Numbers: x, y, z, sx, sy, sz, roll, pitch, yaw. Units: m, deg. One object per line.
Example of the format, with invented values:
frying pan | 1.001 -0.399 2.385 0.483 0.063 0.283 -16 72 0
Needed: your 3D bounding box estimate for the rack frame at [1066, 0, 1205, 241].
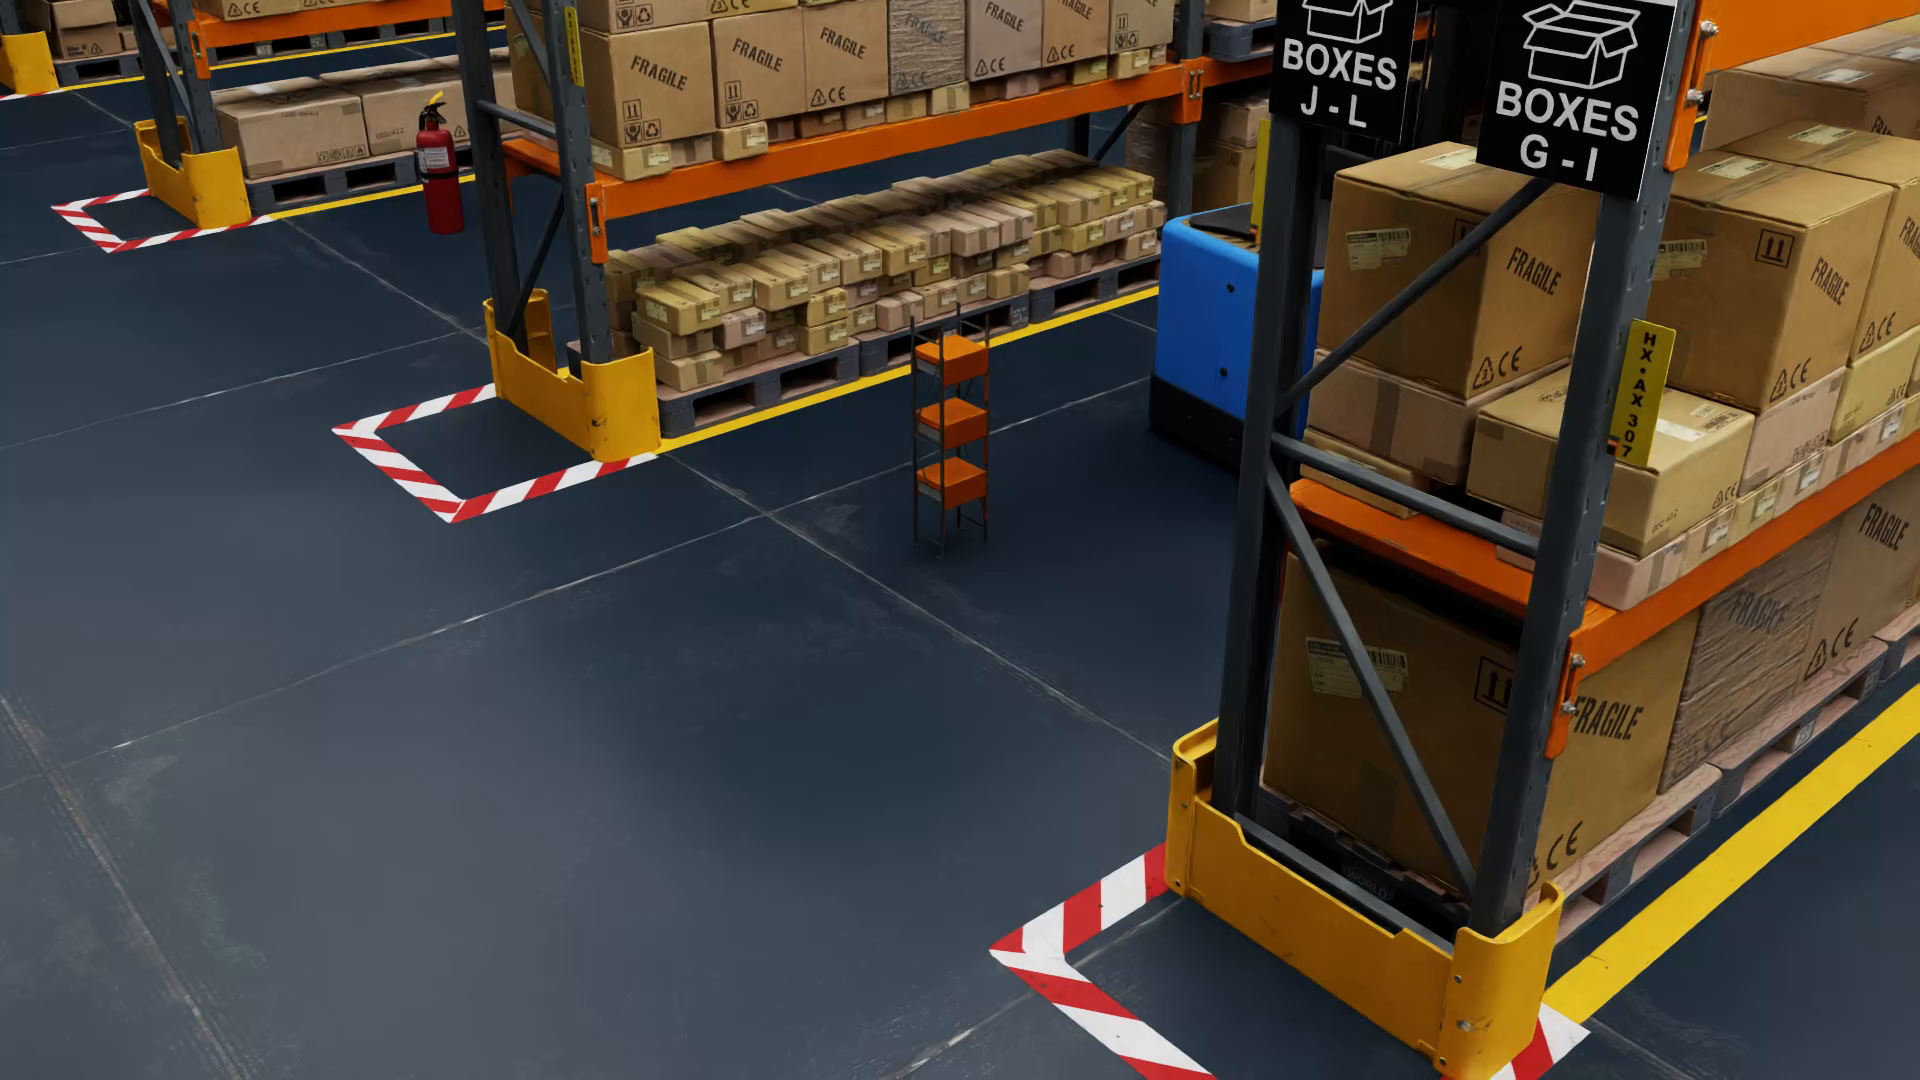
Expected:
rack frame | 1.045 -3.139 9.942 0.127 3.000 1.000 -22 35 -35

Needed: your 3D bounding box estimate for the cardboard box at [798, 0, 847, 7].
cardboard box | -0.694 -2.882 7.977 0.500 0.500 0.500 -23 36 -36

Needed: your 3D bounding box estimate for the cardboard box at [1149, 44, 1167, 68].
cardboard box | 0.979 -2.857 9.680 0.250 0.149 0.380 -22 35 -35

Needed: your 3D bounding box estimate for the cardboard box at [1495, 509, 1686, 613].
cardboard box | 1.628 0.014 4.307 0.250 0.149 0.380 -21 35 -34

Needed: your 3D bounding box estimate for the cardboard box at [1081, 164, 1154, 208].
cardboard box | 0.943 -2.127 9.996 0.250 0.149 0.380 -21 34 -34

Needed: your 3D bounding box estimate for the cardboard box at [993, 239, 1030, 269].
cardboard box | 0.186 -1.686 9.486 0.250 0.149 0.380 -21 35 -34

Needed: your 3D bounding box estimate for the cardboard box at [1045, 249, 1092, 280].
cardboard box | 0.556 -1.671 9.774 0.250 0.149 0.380 -23 36 -36

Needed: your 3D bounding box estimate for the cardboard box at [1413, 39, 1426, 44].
cardboard box | 3.020 -3.497 12.022 0.500 0.250 0.500 -22 35 -35

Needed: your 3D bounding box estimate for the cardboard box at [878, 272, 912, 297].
cardboard box | -0.474 -1.466 9.073 0.250 0.149 0.380 -20 34 -32

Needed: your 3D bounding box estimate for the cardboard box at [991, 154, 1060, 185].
cardboard box | 0.400 -2.235 10.198 0.250 0.149 0.380 -20 34 -33

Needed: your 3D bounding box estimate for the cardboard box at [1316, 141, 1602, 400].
cardboard box | 1.344 -0.745 4.510 0.500 0.500 0.500 -21 35 -34

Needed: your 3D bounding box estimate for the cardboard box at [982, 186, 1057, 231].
cardboard box | 0.342 -1.905 9.580 0.250 0.149 0.380 -21 34 -33

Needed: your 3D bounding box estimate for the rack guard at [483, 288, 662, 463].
rack guard | -1.940 -0.836 8.284 0.348 0.500 1.175 -22 35 -35

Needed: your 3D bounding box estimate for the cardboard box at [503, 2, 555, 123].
cardboard box | -1.823 -2.321 7.988 0.500 0.500 0.500 -21 35 -34

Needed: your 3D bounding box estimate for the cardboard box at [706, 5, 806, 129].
cardboard box | -1.087 -2.302 7.953 0.500 0.500 0.500 -22 35 -35

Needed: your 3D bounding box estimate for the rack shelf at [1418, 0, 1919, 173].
rack shelf | 2.666 -1.724 4.873 4.000 0.370 1.077 -22 35 -35

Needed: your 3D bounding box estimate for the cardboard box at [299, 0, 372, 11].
cardboard box | -4.370 -3.912 11.282 0.500 0.500 0.500 -22 35 -36

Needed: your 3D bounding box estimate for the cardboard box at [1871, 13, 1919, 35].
cardboard box | 3.657 -1.671 6.242 0.500 0.500 0.500 -22 35 -35

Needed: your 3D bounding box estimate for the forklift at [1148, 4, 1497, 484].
forklift | 2.451 -2.027 7.934 3.031 2.935 1.130 -17 32 -28

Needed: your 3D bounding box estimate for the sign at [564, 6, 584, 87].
sign | -1.646 -2.103 7.084 0.005 0.325 0.100 -22 35 -35

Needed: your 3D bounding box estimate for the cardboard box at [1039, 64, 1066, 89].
cardboard box | 0.371 -2.625 9.245 0.250 0.149 0.380 -23 36 -36

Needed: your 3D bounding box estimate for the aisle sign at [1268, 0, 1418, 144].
aisle sign | 0.895 -1.338 3.813 0.004 0.787 0.394 -22 35 -35

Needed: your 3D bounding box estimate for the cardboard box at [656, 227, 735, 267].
cardboard box | -1.417 -1.540 8.896 0.250 0.149 0.380 -23 36 -36

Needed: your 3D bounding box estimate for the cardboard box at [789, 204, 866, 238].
cardboard box | -0.738 -1.739 9.270 0.250 0.149 0.380 -23 36 -36

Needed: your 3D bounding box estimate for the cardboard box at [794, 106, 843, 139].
cardboard box | -0.802 -2.145 8.347 0.250 0.149 0.380 -22 35 -35

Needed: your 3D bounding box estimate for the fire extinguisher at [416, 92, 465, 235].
fire extinguisher | -2.489 -1.805 7.923 0.183 0.674 0.296 -22 35 -35

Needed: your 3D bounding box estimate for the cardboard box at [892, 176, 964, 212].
cardboard box | -0.191 -2.004 9.765 0.250 0.149 0.380 -21 35 -34

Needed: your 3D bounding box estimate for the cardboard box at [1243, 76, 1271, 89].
cardboard box | 2.182 -2.848 10.807 0.500 0.250 0.500 -21 34 -34

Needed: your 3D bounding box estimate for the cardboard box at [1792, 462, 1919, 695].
cardboard box | 2.948 -0.129 6.118 0.875 0.875 0.875 -22 35 -35

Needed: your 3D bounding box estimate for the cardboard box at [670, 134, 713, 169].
cardboard box | -1.372 -1.879 7.850 0.250 0.149 0.380 -20 34 -33

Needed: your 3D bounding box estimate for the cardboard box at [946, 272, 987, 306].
cardboard box | -0.062 -1.453 9.365 0.250 0.149 0.380 -21 35 -34

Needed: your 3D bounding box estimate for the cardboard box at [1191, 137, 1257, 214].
cardboard box | 1.779 -2.353 10.677 0.500 0.500 0.500 -20 34 -33

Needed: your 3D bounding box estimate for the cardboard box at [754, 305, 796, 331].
cardboard box | -1.059 -1.213 8.601 0.250 0.149 0.380 -21 35 -34

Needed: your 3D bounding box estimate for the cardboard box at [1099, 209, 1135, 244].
cardboard box | 0.814 -1.901 9.888 0.250 0.149 0.380 -24 36 -37

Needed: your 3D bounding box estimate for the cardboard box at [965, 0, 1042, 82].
cardboard box | 0.085 -2.755 8.801 0.500 0.500 0.500 -22 35 -35

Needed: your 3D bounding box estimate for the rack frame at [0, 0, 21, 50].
rack frame | -8.512 -5.438 14.243 0.127 3.000 1.000 -22 35 -35

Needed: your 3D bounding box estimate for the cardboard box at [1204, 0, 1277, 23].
cardboard box | 1.643 -3.169 9.819 0.250 0.149 0.380 -24 36 -37

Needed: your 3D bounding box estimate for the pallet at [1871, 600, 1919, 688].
pallet | 3.558 0.105 6.830 1.213 0.211 1.003 -22 35 -35

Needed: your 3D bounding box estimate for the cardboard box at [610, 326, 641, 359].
cardboard box | -1.733 -1.079 8.666 0.250 0.149 0.380 -21 35 -34

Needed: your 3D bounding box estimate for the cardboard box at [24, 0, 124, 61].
cardboard box | -7.986 -4.675 15.019 0.637 0.503 0.797 -24 36 -37

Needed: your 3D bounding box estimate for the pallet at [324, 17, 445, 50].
pallet | -5.993 -5.222 16.798 1.213 0.211 1.003 -22 35 -35

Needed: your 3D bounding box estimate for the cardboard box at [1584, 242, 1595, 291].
cardboard box | 2.114 -0.725 5.268 0.500 0.250 0.500 -23 36 -37

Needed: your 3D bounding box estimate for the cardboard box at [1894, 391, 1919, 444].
cardboard box | 2.798 -0.457 5.188 0.250 0.149 0.380 -23 36 -36

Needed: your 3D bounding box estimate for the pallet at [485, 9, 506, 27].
pallet | -4.875 -5.694 17.681 1.213 0.211 1.003 -22 35 -35

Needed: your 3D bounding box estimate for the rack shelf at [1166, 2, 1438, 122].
rack shelf | 2.566 -3.434 11.256 4.000 0.370 1.077 -22 35 -35

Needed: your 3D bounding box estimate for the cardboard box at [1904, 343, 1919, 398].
cardboard box | 2.854 -0.696 5.214 0.500 0.250 0.500 -23 36 -36

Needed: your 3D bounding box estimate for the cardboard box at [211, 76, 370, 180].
cardboard box | -4.851 -2.952 11.865 0.875 0.438 0.875 -23 36 -37

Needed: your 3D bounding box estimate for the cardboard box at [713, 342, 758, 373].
cardboard box | -1.246 -0.998 8.515 0.250 0.149 0.380 -22 35 -35

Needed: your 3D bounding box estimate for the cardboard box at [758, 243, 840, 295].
cardboard box | -0.838 -1.408 8.651 0.250 0.149 0.380 -24 36 -37

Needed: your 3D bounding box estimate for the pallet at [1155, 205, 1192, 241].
pallet | 1.636 -2.148 11.045 1.213 0.211 1.003 -22 35 -35

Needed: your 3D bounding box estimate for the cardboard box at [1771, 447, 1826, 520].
cardboard box | 2.215 -0.223 4.752 0.250 0.149 0.380 -23 35 -36

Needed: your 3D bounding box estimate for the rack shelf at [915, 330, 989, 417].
rack shelf | -0.041 -0.688 6.843 0.240 0.259 0.215 -22 35 -35

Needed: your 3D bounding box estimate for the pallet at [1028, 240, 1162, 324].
pallet | 0.557 -1.691 10.191 1.213 0.211 1.003 -22 35 -35

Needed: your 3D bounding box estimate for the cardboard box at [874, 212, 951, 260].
cardboard box | -0.262 -1.665 9.131 0.250 0.149 0.380 -22 35 -35

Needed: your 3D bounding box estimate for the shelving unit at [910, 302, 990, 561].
shelving unit | -0.041 -0.447 6.972 0.252 1.050 0.215 -22 35 -35

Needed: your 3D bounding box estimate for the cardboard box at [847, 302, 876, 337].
cardboard box | -0.664 -1.228 8.944 0.250 0.149 0.380 -22 35 -35

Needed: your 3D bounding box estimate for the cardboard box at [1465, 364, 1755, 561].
cardboard box | 1.684 -0.221 4.325 0.500 0.250 0.500 -23 36 -36

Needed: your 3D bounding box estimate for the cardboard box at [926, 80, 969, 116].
cardboard box | -0.163 -2.353 8.737 0.250 0.149 0.380 -21 35 -34

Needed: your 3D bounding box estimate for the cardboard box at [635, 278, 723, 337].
cardboard box | -1.379 -1.144 8.156 0.250 0.149 0.380 -24 36 -37
